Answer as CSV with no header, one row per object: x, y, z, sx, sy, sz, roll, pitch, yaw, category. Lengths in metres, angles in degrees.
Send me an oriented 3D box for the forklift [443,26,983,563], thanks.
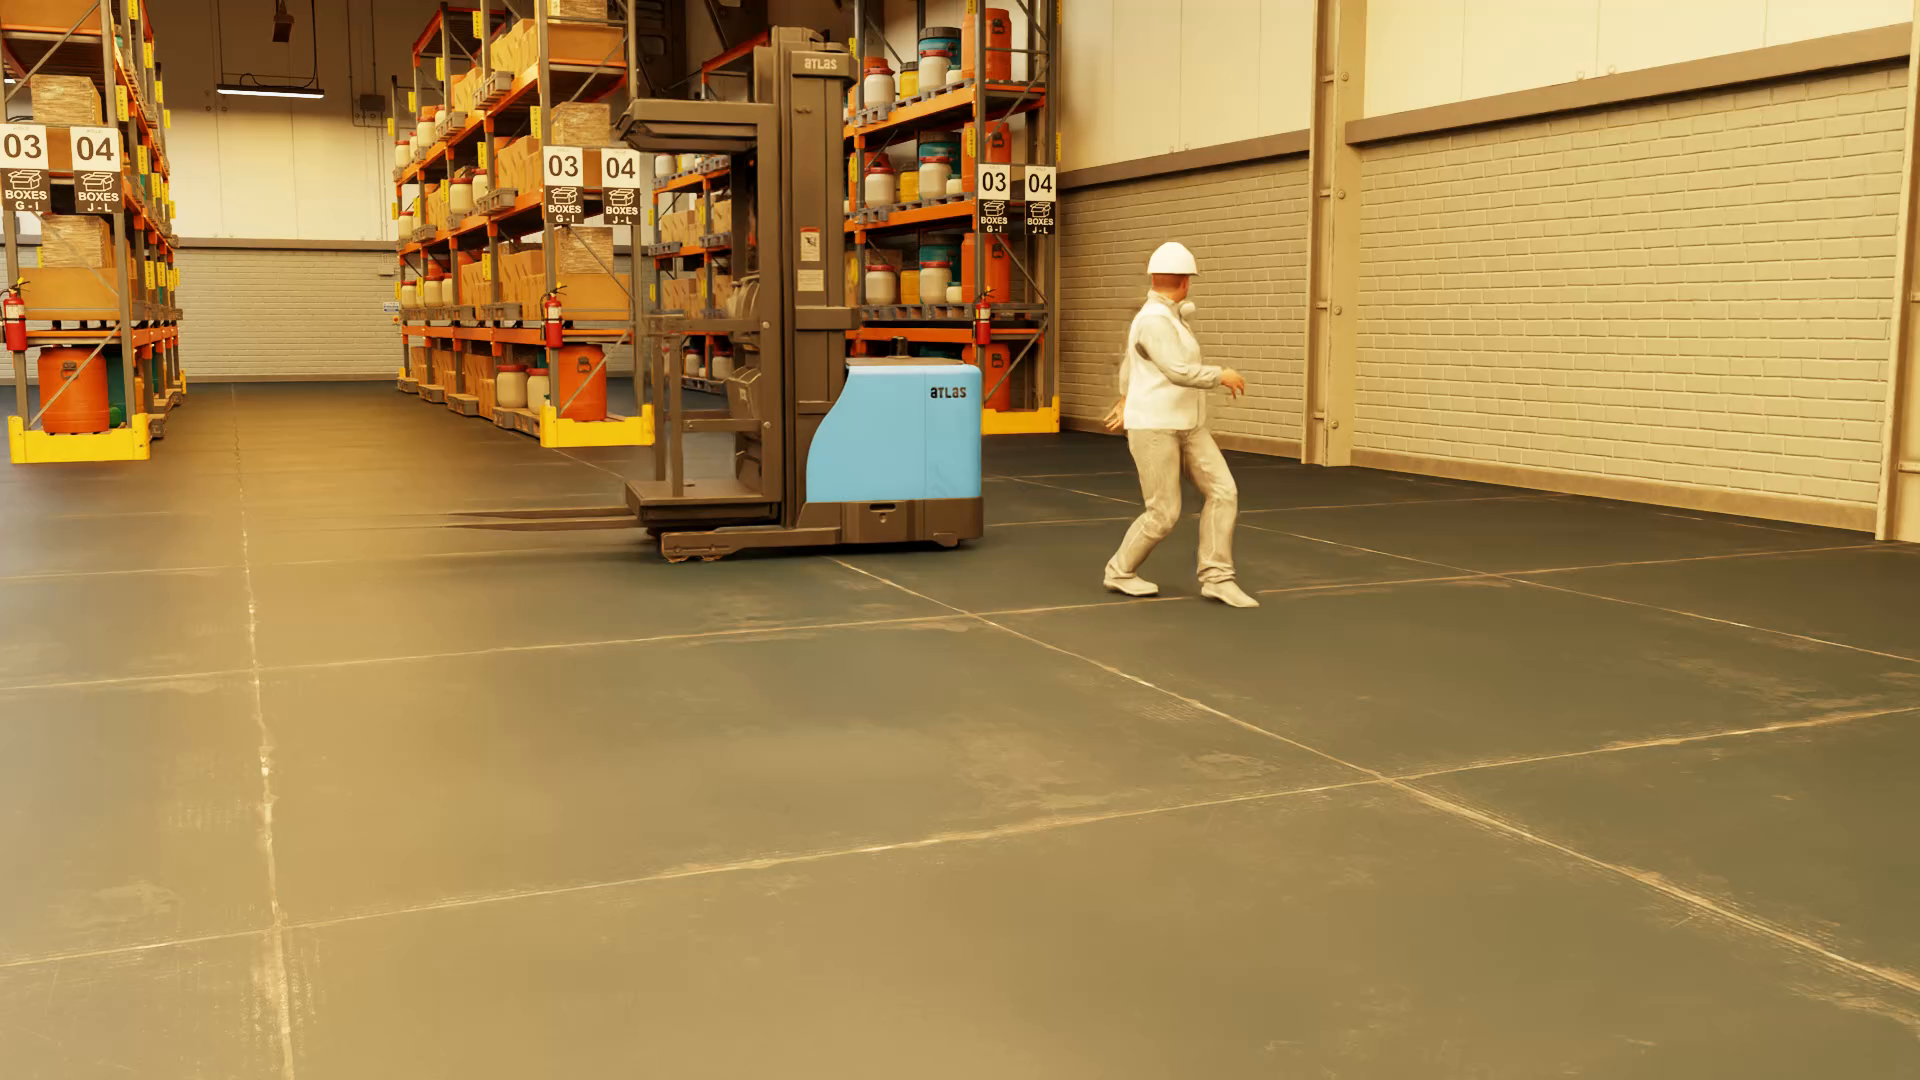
-1.438,-1.405,9.595,3.031,2.935,1.130,-2,8,-16,forklift

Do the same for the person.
1.018,-0.550,7.951,0.939,1.722,0.556,5,9,34,person
